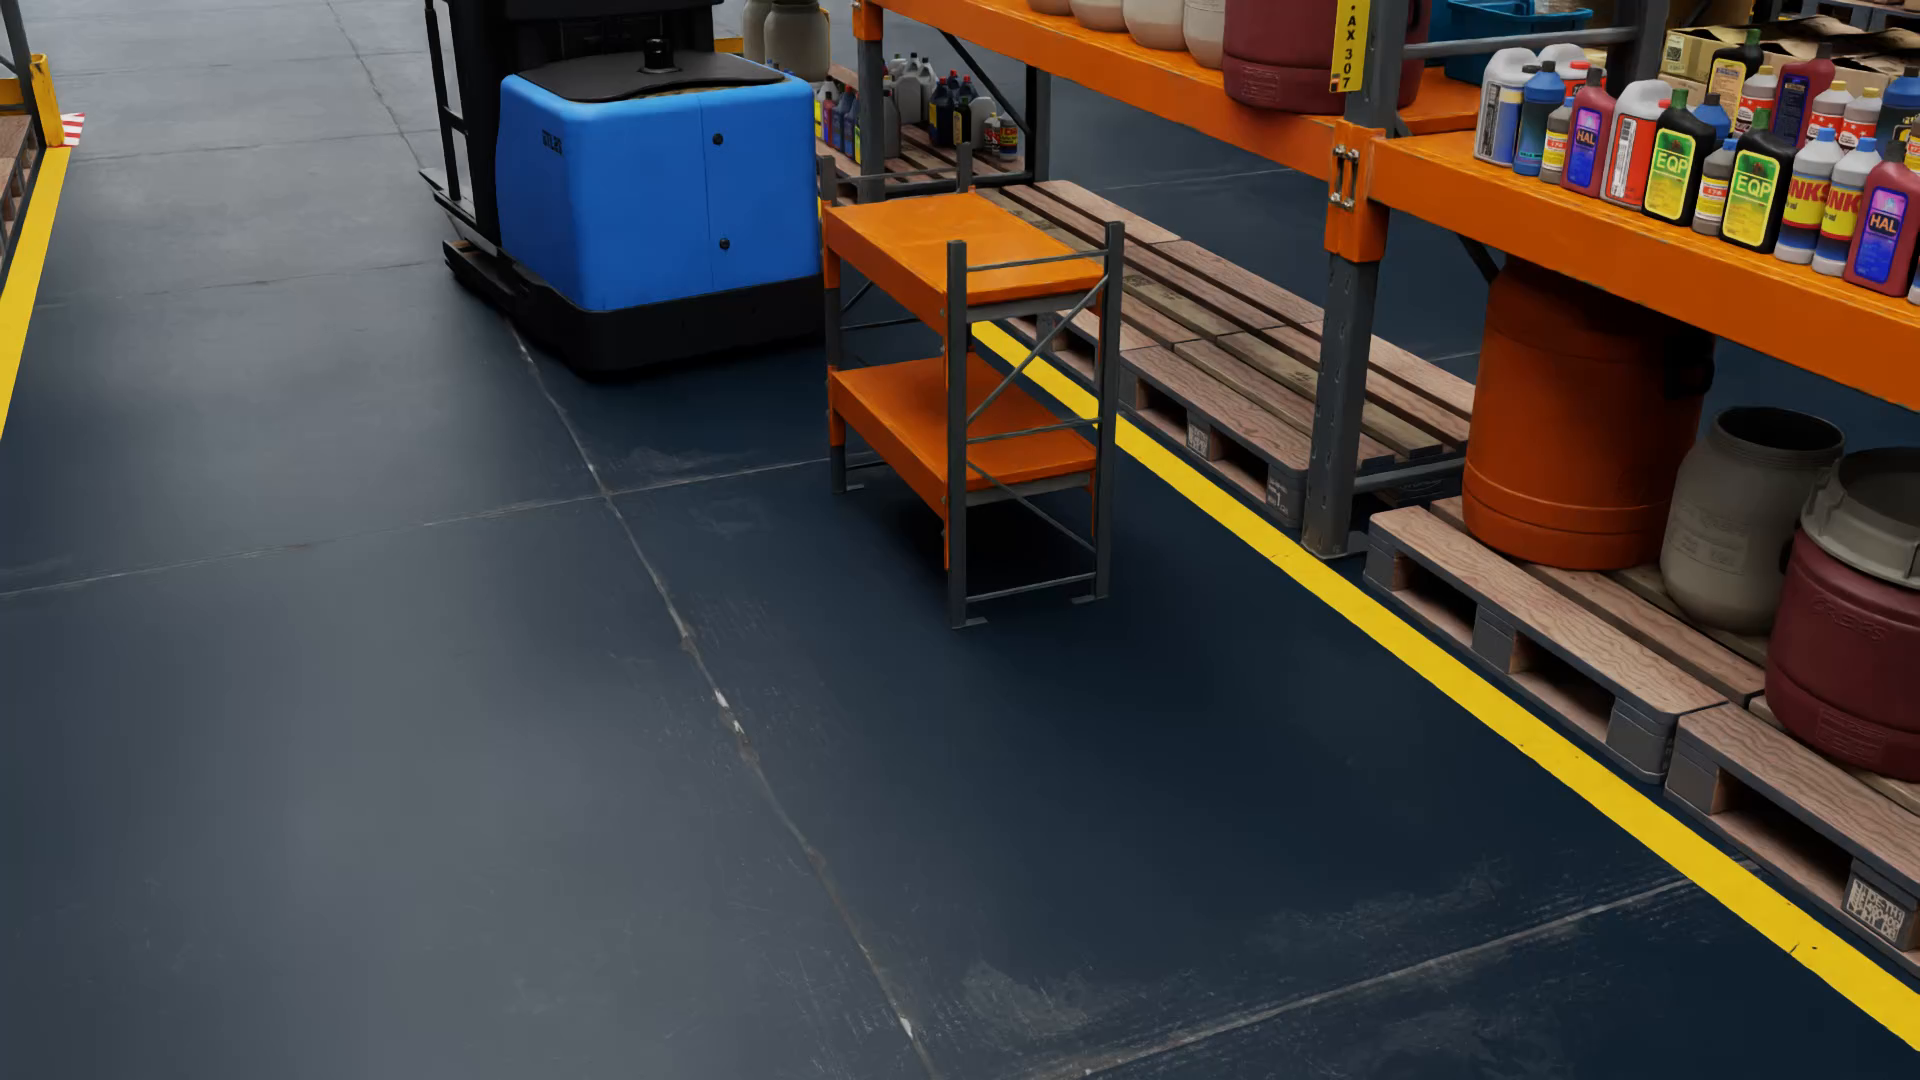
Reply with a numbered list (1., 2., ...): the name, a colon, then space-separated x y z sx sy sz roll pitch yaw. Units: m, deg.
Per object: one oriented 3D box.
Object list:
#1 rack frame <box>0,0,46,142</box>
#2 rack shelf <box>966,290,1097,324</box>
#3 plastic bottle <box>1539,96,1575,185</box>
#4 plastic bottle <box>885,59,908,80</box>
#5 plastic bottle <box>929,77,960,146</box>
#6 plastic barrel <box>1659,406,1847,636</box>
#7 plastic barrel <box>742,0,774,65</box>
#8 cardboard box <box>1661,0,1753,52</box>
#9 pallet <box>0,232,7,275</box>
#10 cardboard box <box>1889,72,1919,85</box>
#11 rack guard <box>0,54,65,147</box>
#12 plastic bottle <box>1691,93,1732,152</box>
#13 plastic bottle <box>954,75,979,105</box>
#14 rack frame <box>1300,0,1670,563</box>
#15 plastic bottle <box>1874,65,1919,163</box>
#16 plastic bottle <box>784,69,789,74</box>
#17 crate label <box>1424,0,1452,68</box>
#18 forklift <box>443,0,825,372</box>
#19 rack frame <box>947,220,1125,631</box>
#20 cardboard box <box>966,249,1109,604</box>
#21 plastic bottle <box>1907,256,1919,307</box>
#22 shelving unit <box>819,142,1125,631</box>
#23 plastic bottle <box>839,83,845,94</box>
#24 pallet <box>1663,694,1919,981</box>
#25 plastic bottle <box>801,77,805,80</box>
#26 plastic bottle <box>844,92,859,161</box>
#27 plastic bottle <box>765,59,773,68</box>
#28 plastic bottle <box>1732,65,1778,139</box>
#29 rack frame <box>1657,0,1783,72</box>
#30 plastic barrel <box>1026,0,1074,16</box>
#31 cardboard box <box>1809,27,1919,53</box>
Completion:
1. rack frame: -6.142 -3.766 9.544 1.000 3.000 0.127 -11 28 -21
2. rack shelf: 0.003 -0.814 4.846 0.416 0.054 0.922 -11 28 -21
3. plastic bottle: 1.479 -0.977 4.059 0.097 0.201 0.097 0 26 0
4. plastic bottle: -0.389 -2.818 10.206 0.152 0.276 0.135 -10 28 -20
5. plastic bottle: -0.085 -2.382 9.227 0.144 0.351 0.185 -11 28 -21
6. plastic barrel: 2.059 -0.051 4.292 0.421 0.512 0.421 0 26 0
7. plastic barrel: -1.257 -3.435 11.224 0.421 0.512 0.421 0 26 0
8. cardboard box: 4.647 -3.383 10.560 0.500 0.500 0.500 -11 28 -21
9. pallet: -4.871 -1.163 7.392 1.003 0.211 1.213 -11 28 -21
10. cardboard box: 5.077 -2.227 8.408 0.500 0.311 0.500 -10 28 -19
11. rack guard: -6.112 -2.612 10.030 1.175 0.500 0.348 -11 28 -21
12. plastic bottle: 1.678 -0.871 3.763 0.097 0.271 0.097 0 26 0
13. plastic bottle: 0.047 -2.407 9.278 0.144 0.351 0.185 -10 28 -19
14. rack frame: 1.548 -1.387 4.673 1.000 3.000 0.127 -11 28 -21
15. plastic bottle: 2.294 -1.018 4.063 0.097 0.271 0.097 0 26 0
16. plastic bottle: -1.027 -2.665 9.897 0.097 0.271 0.097 0 26 0
17. crate label: 1.408 -1.851 5.582 0.502 0.435 0.616 -11 28 -21
18. forklift: -2.279 -10.957 24.452 20.333 2.843 36.315 -15 30 -28
19. rack frame: 0.202 -0.298 4.577 0.500 1.125 0.032 -11 28 -21
20. cardboard box: 0.200 -0.297 4.577 0.475 0.981 0.035 -12 28 -23
21. plastic bottle: 1.893 -0.582 3.169 0.097 0.271 0.097 0 26 0
22. shelving unit: -11.214 -3.521 5.624 19.663 6.000 13.307 -11 28 -21
23. plastic bottle: -0.653 -2.426 9.394 0.061 0.283 0.133 -11 28 -21
24. pallet: 2.369 0.669 3.640 1.003 0.211 1.213 -11 28 -21
25. plastic bottle: -0.909 -2.543 9.647 0.097 0.271 0.097 0 26 0
26. plastic bottle: -0.536 -2.220 8.896 0.144 0.351 0.185 -11 28 -22
27. plastic bottle: -1.161 -2.803 10.181 0.097 0.271 0.097 0 26 0
28. plastic bottle: 2.128 -1.158 4.430 0.097 0.201 0.097 0 26 0
29. rack frame: 4.541 -3.852 9.720 1.000 3.000 0.127 -11 28 -21
30. plastic barrel: 0.442 -2.343 6.475 0.433 0.535 0.433 0 26 0
31. cardboard box: 5.173 -2.734 9.446 0.500 0.311 0.500 -10 28 -19
